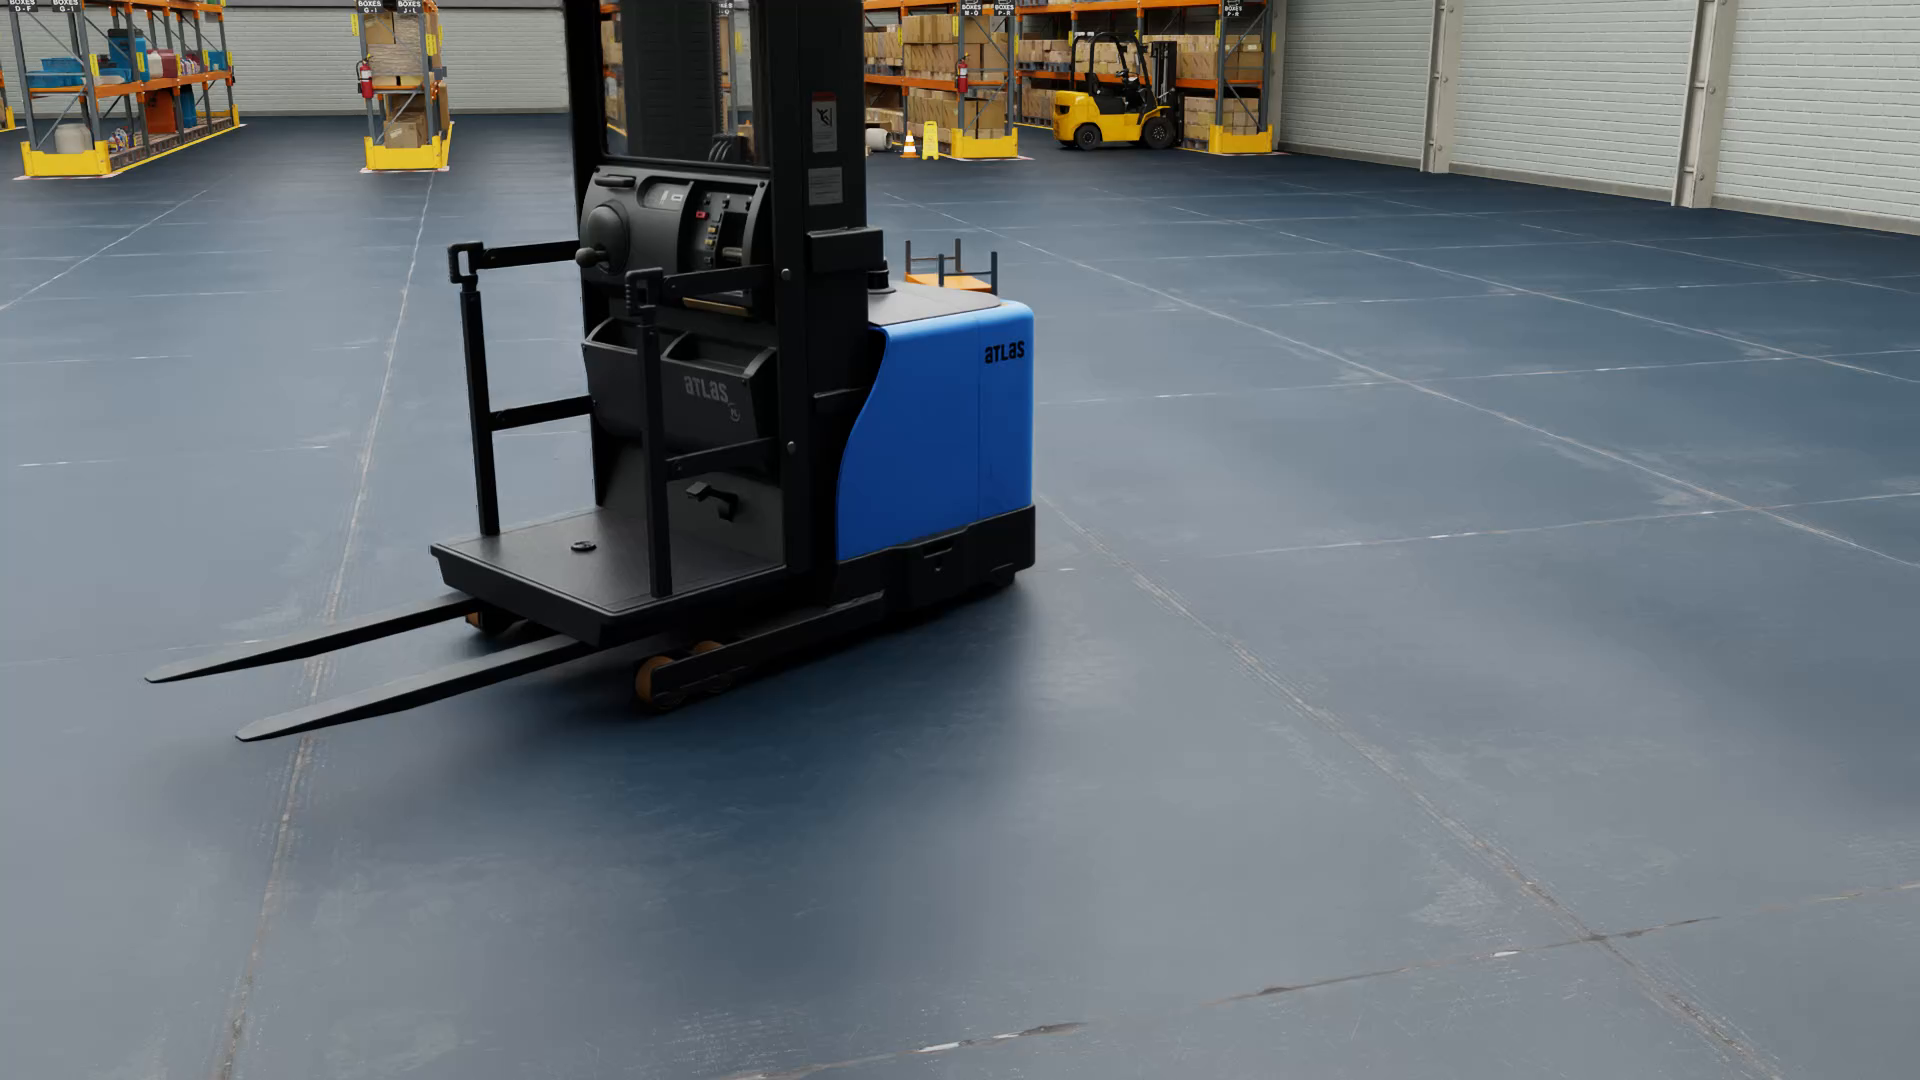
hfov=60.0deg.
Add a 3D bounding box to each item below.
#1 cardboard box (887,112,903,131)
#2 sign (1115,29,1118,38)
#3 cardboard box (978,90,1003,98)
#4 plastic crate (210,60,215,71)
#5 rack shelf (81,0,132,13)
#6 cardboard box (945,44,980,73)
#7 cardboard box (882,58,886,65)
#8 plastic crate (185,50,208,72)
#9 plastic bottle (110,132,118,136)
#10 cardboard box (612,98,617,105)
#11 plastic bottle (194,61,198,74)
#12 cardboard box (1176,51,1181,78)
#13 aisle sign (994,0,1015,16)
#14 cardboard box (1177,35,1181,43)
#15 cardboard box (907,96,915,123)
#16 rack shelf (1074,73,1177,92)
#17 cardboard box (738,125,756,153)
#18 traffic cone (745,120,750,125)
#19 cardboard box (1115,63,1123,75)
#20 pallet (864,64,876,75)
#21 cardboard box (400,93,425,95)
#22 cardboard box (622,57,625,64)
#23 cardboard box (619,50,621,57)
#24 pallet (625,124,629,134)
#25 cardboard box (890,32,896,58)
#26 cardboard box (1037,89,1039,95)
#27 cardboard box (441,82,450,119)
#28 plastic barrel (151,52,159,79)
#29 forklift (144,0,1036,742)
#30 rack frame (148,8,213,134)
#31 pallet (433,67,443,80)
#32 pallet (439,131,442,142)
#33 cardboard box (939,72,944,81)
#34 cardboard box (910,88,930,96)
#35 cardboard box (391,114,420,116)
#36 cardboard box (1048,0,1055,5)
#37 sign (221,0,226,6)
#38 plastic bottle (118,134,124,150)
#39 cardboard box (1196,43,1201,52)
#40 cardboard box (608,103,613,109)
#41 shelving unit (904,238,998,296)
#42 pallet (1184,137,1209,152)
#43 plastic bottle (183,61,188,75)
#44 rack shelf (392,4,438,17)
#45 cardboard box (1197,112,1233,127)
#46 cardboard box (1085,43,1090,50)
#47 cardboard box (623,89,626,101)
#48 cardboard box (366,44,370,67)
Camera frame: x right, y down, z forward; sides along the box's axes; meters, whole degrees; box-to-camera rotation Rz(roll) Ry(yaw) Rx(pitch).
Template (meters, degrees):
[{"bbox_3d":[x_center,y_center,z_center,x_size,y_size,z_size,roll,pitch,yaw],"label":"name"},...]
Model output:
[{"bbox_3d":[-0.986,-8.688,34.499,0.950,0.372,0.625,-4,17,-12],"label":"cardboard box"},{"bbox_3d":[3.567,-11.501,38.014,0.100,0.325,0.005,-5,17,-15],"label":"sign"},{"bbox_3d":[0.912,-11.943,45.108,0.797,0.503,0.637,-5,18,-17],"label":"cardboard box"},{"bbox_3d":[-17.416,-10.947,38.368,0.416,0.233,0.300,-5,17,-15],"label":"plastic crate"},{"bbox_3d":[-14.380,-8.766,26.956,1.077,0.370,4.000,-5,17,-15],"label":"rack shelf"},{"bbox_3d":[0.047,-8.614,29.724,0.500,0.500,0.500,-5,17,-16],"label":"cardboard box"},{"bbox_3d":[-1.430,-10.034,34.848,0.380,0.149,0.250,-4,17,-14],"label":"cardboard box"},{"bbox_3d":[-17.132,-10.766,37.363,0.402,0.464,0.583,-5,17,-15],"label":"plastic crate"},{"bbox_3d":[-14.558,-6.906,28.698,0.152,0.276,0.135,-5,17,-15],"label":"plastic bottle"},{"bbox_3d":[-8.260,-10.675,40.469,0.380,0.149,0.250,-6,18,-18],"label":"cardboard box"},{"bbox_3d":[-16.709,-10.297,36.233,0.152,0.276,0.135,-5,17,-15],"label":"plastic bottle"},{"bbox_3d":[4.421,-9.276,32.446,0.500,0.500,0.500,-5,17,-15],"label":"cardboard box"},{"bbox_3d":[0.776,-9.548,29.005,0.394,0.787,0.004,-5,17,-15],"label":"aisle sign"},{"bbox_3d":[4.451,-9.767,32.435,0.380,0.149,0.250,-5,17,-15],"label":"cardboard box"},{"bbox_3d":[-0.736,-8.461,32.651,0.500,0.500,0.500,-4,17,-13],"label":"cardboard box"},{"bbox_3d":[3.583,-10.004,36.293,1.077,0.370,4.000,-5,17,-15],"label":"rack shelf"},{"bbox_3d":[-3.957,-7.438,30.842,0.500,0.500,0.500,-2,17,-6],"label":"cardboard box"},{"bbox_3d":[-4.287,-8.258,33.639,0.336,0.463,0.334,-5,17,-15],"label":"traffic cone"},{"bbox_3d":[3.599,-9.981,35.226,0.500,0.250,0.500,-5,17,-16],"label":"cardboard box"},{"bbox_3d":[-1.440,-10.228,36.120,1.213,0.211,1.003,-5,17,-15],"label":"pallet"},{"bbox_3d":[-11.053,-8.915,33.692,0.500,0.250,0.500,-4,17,-13],"label":"cardboard box"},{"bbox_3d":[-7.047,-10.270,35.634,0.380,0.149,0.250,-4,17,-14],"label":"cardboard box"},{"bbox_3d":[-7.193,-10.559,36.080,0.380,0.149,0.250,-4,17,-14],"label":"cardboard box"},{"bbox_3d":[-7.014,-9.307,37.568,1.003,0.211,1.213,-5,17,-15],"label":"pallet"},{"bbox_3d":[-1.124,-10.040,33.741,0.500,0.500,0.500,-5,17,-15],"label":"cardboard box"},{"bbox_3d":[2.098,-10.987,40.803,0.380,0.149,0.250,-5,17,-16],"label":"cardboard box"},{"bbox_3d":[-12.170,-9.839,37.457,1.225,0.875,0.875,-5,17,-15],"label":"cardboard box"},{"bbox_3d":[-15.425,-9.003,31.514,0.421,0.512,0.421,0,17,0],"label":"plastic barrel"},{"bbox_3d":[-1.093,-1.039,5.317,1.130,2.935,3.031,15,23,41],"label":"forklift"},{"bbox_3d":[-17.128,-10.440,36.493,1.000,3.000,0.127,-5,17,-15],"label":"rack frame"},{"bbox_3d":[-10.237,-8.749,31.199,1.003,0.211,1.213,-5,17,-15],"label":"pallet"},{"bbox_3d":[-11.053,-8.173,33.794,1.003,0.211,1.213,-5,17,-15],"label":"pallet"},{"bbox_3d":[-0.174,-8.464,30.353,0.380,0.149,0.250,-4,17,-14],"label":"cardboard box"},{"bbox_3d":[-0.759,-8.732,32.426,0.380,0.149,0.250,-4,17,-14],"label":"cardboard box"},{"bbox_3d":[-10.095,-7.509,30.350,0.500,0.500,0.500,-5,18,-17],"label":"cardboard box"},{"bbox_3d":[2.383,-12.667,38.953,0.500,0.250,0.500,-5,17,-15],"label":"cardboard box"},{"bbox_3d":[-17.703,-12.981,39.919,0.100,0.325,0.005,-5,17,-15],"label":"sign"},{"bbox_3d":[-14.206,-6.729,28.117,0.097,0.271,0.097,0,17,0],"label":"plastic bottle"},{"bbox_3d":[4.699,-9.336,31.516,0.380,0.149,0.250,-5,17,-16],"label":"cardboard box"},{"bbox_3d":[-8.631,-10.894,41.715,0.380,0.149,0.250,-4,17,-14],"label":"cardboard box"},{"bbox_3d":[-0.040,-0.623,6.940,0.258,1.200,0.503,-5,18,-16],"label":"shelving unit"},{"bbox_3d":[4.982,-7.562,31.758,1.003,0.211,1.213,-5,17,-15],"label":"pallet"},{"bbox_3d":[-16.261,-9.898,34.892,0.061,0.283,0.133,-5,17,-15],"label":"plastic bottle"},{"bbox_3d":[-12.915,-12.477,39.310,1.077,0.370,4.000,-5,17,-15],"label":"rack shelf"},{"bbox_3d":[4.798,-7.923,31.293,0.500,0.250,0.500,-5,17,-16],"label":"cardboard box"},{"bbox_3d":[3.008,-11.006,37.077,0.380,0.149,0.250,-4,17,-14],"label":"cardboard box"},{"bbox_3d":[-7.335,-10.045,37.489,0.500,0.250,0.500,-4,17,-13],"label":"cardboard box"},{"bbox_3d":[-9.445,-7.985,27.631,0.875,0.500,0.500,-5,17,-15],"label":"cardboard box"}]
